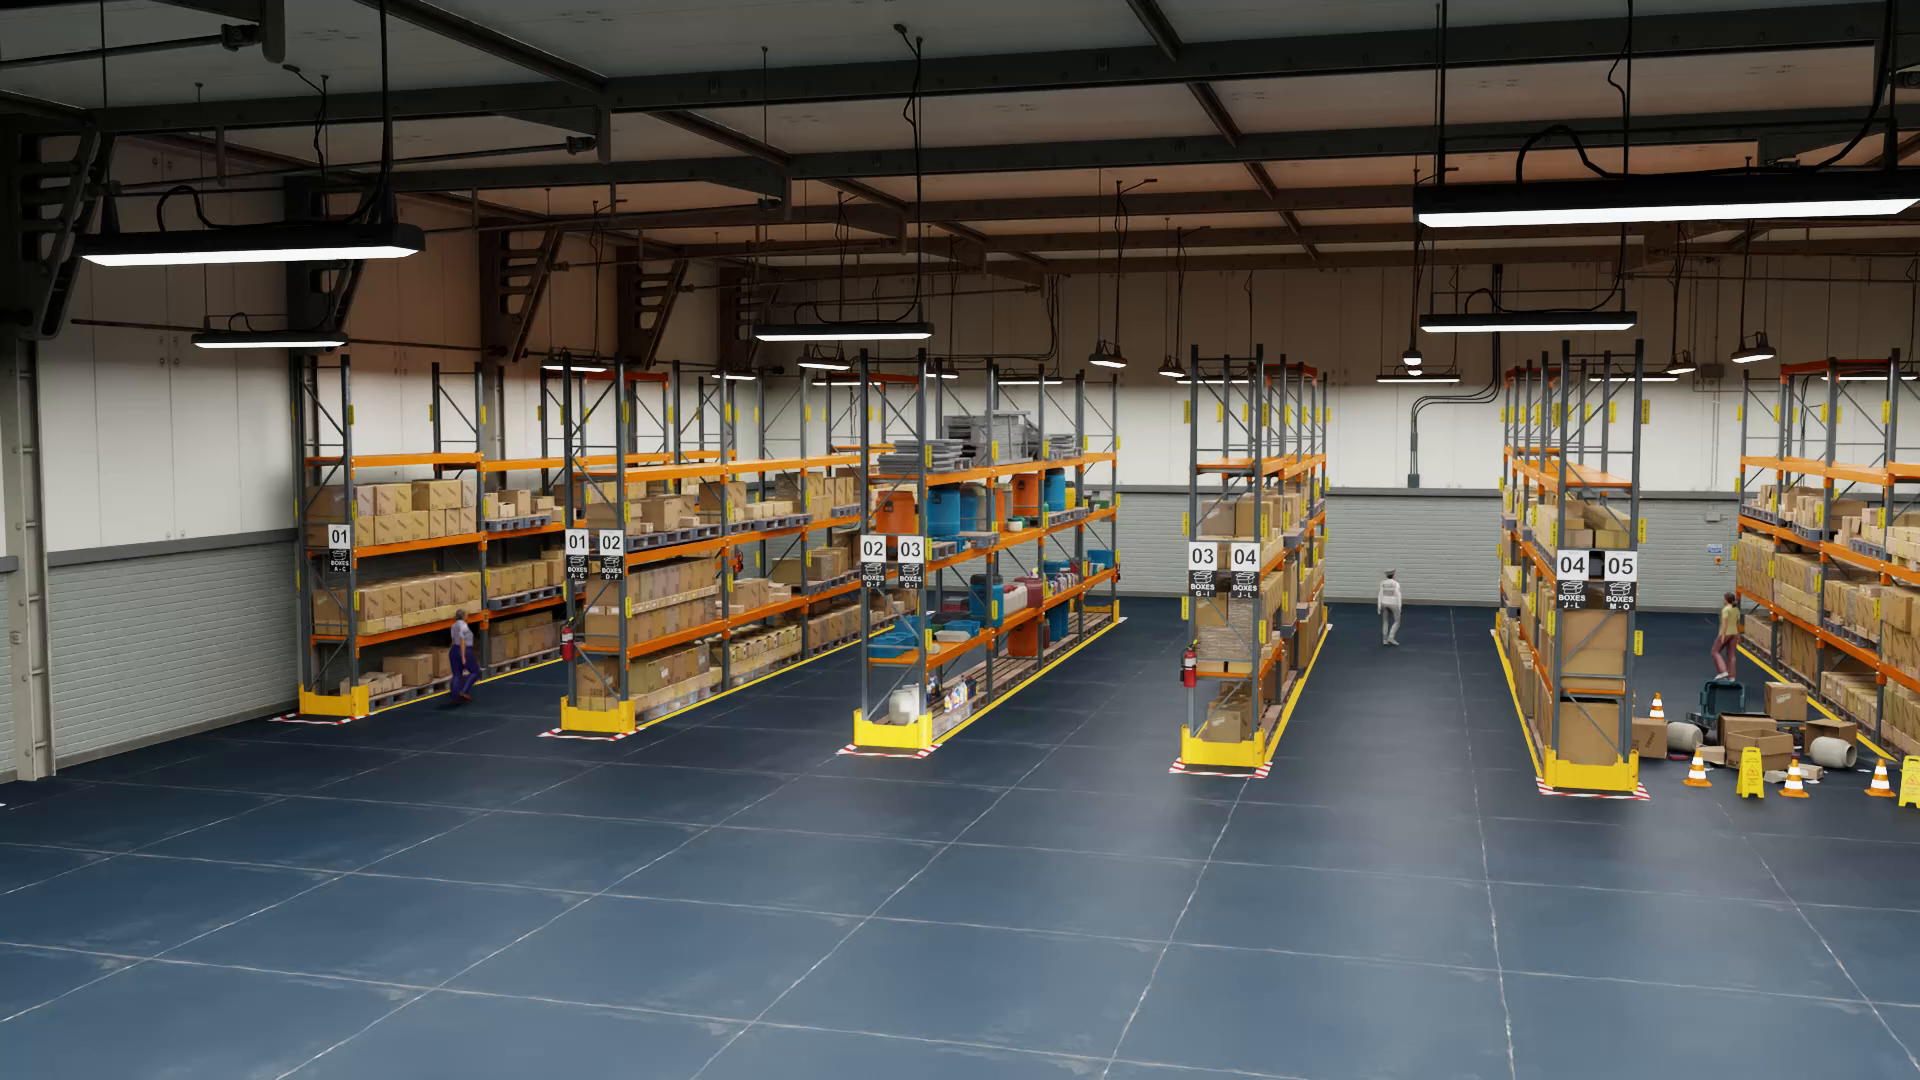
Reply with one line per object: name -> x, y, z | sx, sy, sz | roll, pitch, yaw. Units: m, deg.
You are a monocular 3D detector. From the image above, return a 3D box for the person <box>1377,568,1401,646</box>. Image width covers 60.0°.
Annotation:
person -> 9.337, 1.450, 36.169 | 0.539, 1.678, 0.418 | 3, 5, 36

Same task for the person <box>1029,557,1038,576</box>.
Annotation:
person -> 1.827, 1.231, 38.675 | 0.572, 1.722, 1.049 | 3, 5, 37

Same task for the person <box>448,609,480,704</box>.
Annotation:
person -> -8.657, 2.014, 28.866 | 0.538, 1.635, 0.445 | 2, 5, 28

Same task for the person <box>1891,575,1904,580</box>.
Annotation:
person -> 21.159, 1.318, 37.477 | 0.986, 1.727, 0.535 | 1, 4, 9

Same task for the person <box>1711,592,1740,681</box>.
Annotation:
person -> 14.466, 1.822, 31.309 | 0.476, 1.671, 0.431 | -1, 4, -17
